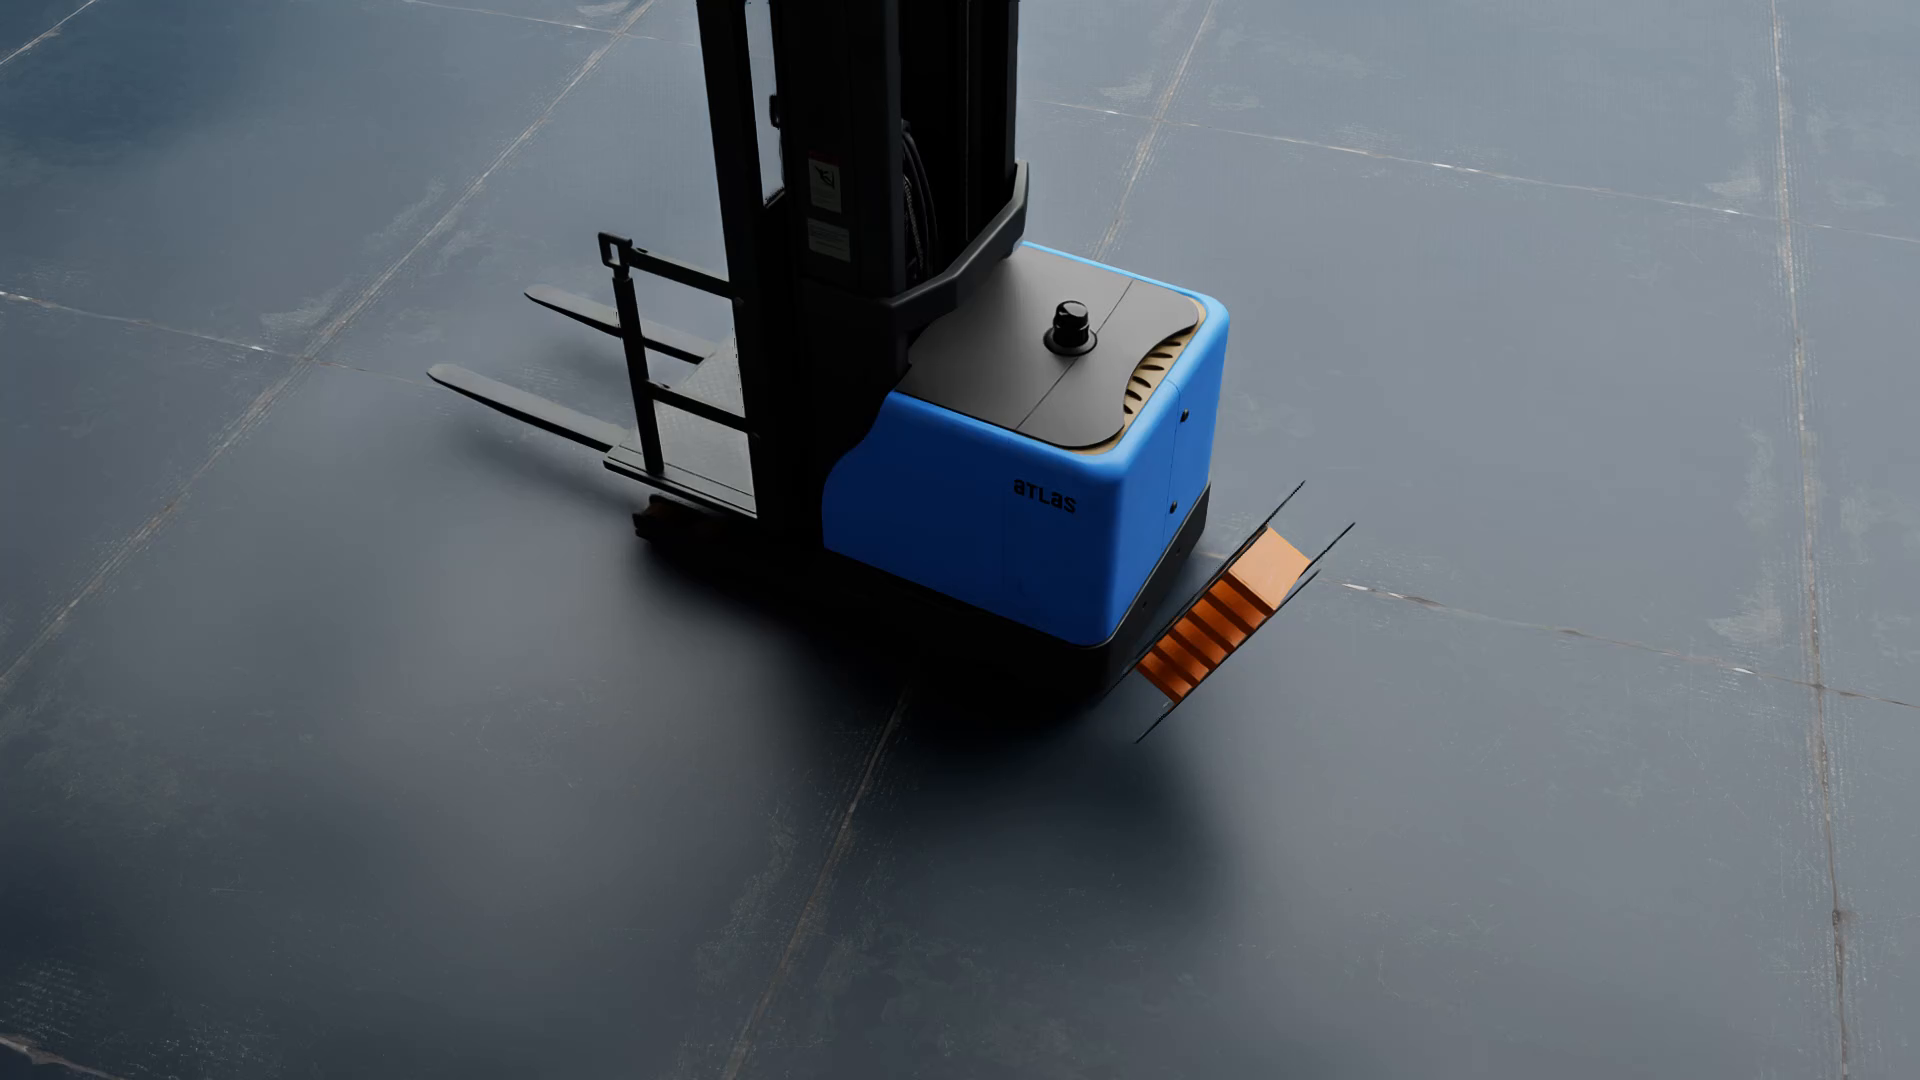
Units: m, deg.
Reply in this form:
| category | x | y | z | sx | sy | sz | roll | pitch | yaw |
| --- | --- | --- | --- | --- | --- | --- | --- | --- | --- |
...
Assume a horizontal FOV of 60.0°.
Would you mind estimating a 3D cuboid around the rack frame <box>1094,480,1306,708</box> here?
| category | x | y | z | sx | sy | sz | roll | pitch | yaw |
| --- | --- | --- | --- | --- | --- | --- | --- | --- | --- |
| rack frame | 0.717 | 0.196 | 5.156 | 0.006 | 1.200 | 0.240 | 41 | 54 | 5 |

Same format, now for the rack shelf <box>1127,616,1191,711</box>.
| category | x | y | z | sx | sy | sz | roll | pitch | yaw |
| --- | --- | --- | --- | --- | --- | --- | --- | --- | --- |
| rack shelf | 0.691 | 0.396 | 5.377 | 0.180 | 0.103 | 0.258 | 41 | 54 | 5 |

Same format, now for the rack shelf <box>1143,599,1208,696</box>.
| category | x | y | z | sx | sy | sz | roll | pitch | yaw |
| --- | --- | --- | --- | --- | --- | --- | --- | --- | --- |
| rack shelf | 0.731 | 0.336 | 5.281 | 0.180 | 0.103 | 0.258 | 41 | 54 | 5 |

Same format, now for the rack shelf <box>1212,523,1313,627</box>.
| category | x | y | z | sx | sy | sz | roll | pitch | yaw |
| --- | --- | --- | --- | --- | --- | --- | --- | --- | --- |
| rack shelf | 0.891 | 0.099 | 4.895 | 0.180 | 0.103 | 0.258 | 41 | 54 | 5 |

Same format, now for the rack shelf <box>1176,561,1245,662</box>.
| category | x | y | z | sx | sy | sz | roll | pitch | yaw |
| --- | --- | --- | --- | --- | --- | --- | --- | --- | --- |
| rack shelf | 0.811 | 0.218 | 5.088 | 0.180 | 0.103 | 0.258 | 41 | 54 | 5 |

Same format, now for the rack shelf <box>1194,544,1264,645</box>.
| category | x | y | z | sx | sy | sz | roll | pitch | yaw |
| --- | --- | --- | --- | --- | --- | --- | --- | --- | --- |
| rack shelf | 0.851 | 0.159 | 4.992 | 0.180 | 0.103 | 0.258 | 41 | 54 | 5 |

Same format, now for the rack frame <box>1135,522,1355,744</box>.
| category | x | y | z | sx | sy | sz | roll | pitch | yaw |
| --- | --- | --- | --- | --- | --- | --- | --- | --- | --- |
| rack frame | 0.855 | 0.315 | 5.141 | 0.006 | 1.200 | 0.240 | 41 | 54 | 5 |

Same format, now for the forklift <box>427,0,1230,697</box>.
| category | x | y | z | sx | sy | sz | roll | pitch | yaw |
| --- | --- | --- | --- | --- | --- | --- | --- | --- | --- |
| forklift | -0.633 | -1.263 | 5.445 | 3.031 | 2.935 | 1.130 | 20 | 48 | 20 |

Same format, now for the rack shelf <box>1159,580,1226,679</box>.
| category | x | y | z | sx | sy | sz | roll | pitch | yaw |
| --- | --- | --- | --- | --- | --- | --- | --- | --- | --- |
| rack shelf | 0.771 | 0.277 | 5.184 | 0.180 | 0.103 | 0.258 | 41 | 54 | 5 |

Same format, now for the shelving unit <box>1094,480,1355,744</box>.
| category | x | y | z | sx | sy | sz | roll | pitch | yaw |
| --- | --- | --- | --- | --- | --- | --- | --- | --- | --- |
| shelving unit | 0.786 | 0.255 | 5.149 | 0.189 | 1.200 | 0.258 | 41 | 54 | 5 |
